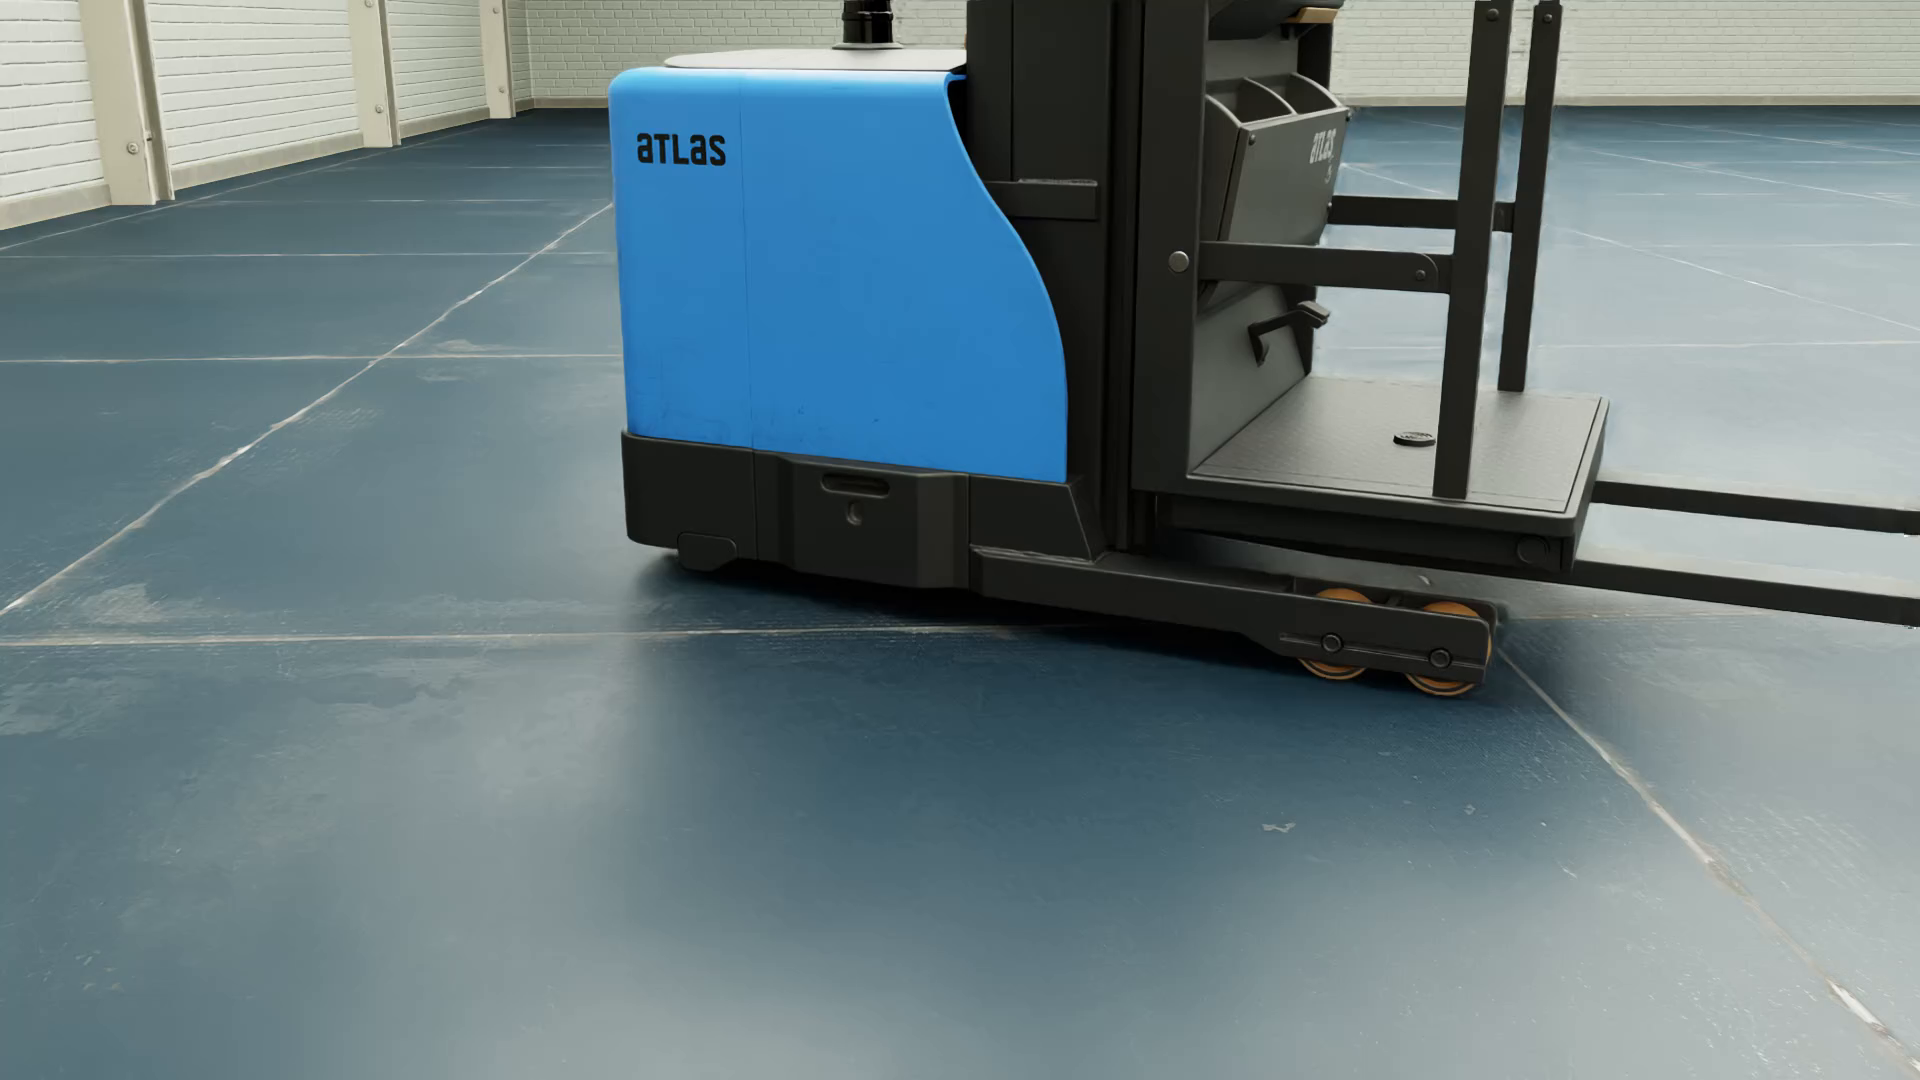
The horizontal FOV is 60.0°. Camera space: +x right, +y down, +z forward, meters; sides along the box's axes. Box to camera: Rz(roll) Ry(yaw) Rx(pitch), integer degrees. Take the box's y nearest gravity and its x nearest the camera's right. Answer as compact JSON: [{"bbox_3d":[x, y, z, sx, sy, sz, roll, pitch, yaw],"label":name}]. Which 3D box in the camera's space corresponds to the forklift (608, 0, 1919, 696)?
[{"bbox_3d":[0.820,-1.297,3.148,3.031,2.935,1.130,7,18,22],"label":"forklift"}]
